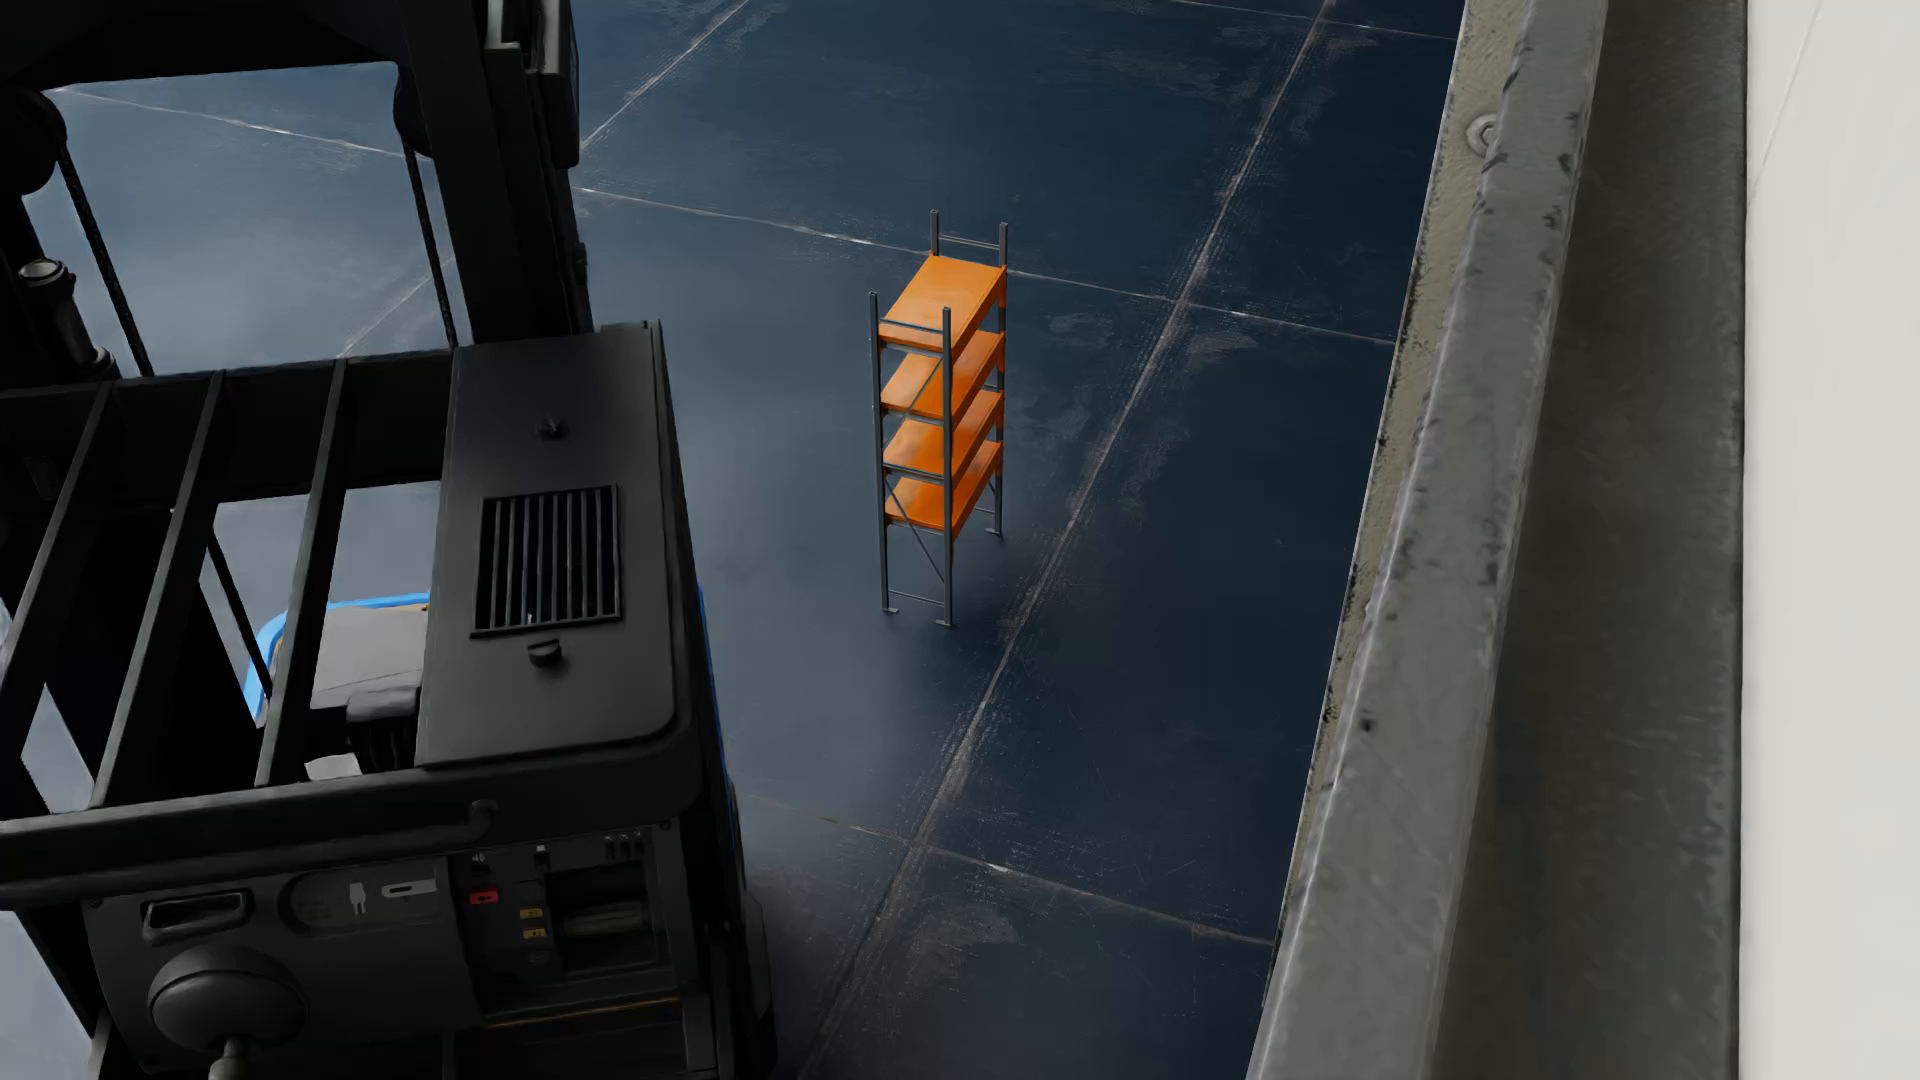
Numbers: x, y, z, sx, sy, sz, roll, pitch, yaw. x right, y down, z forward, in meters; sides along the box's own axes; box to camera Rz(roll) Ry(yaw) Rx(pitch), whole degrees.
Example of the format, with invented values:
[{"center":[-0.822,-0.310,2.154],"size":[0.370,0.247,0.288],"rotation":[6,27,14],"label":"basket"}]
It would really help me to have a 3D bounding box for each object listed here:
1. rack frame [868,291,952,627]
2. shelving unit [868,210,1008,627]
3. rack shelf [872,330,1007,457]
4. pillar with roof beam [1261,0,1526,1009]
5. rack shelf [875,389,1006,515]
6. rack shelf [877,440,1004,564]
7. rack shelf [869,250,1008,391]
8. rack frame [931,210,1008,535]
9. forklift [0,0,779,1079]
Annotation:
[{"center":[-0.140,-0.207,4.996],"size":[0.240,1.200,0.015],"rotation":[13,42,15],"label":"rack frame"},{"center":[-0.057,-0.355,5.170],"size":[0.258,1.200,0.503],"rotation":[13,42,15],"label":"shelving unit"},{"center":[-0.057,-0.474,5.069],"size":[0.258,0.148,0.480],"rotation":[13,42,15],"label":"rack shelf"},{"center":[-3.061,-3.262,2.568],"size":[9.100,9.000,0.400],"rotation":[13,42,15],"label":"pillar with roof beam"},{"center":[-0.057,-0.304,5.214],"size":[0.258,0.148,0.480],"rotation":[13,42,15],"label":"rack shelf"},{"center":[-0.057,-0.153,5.343],"size":[0.258,0.148,0.480],"rotation":[13,42,15],"label":"rack shelf"},{"center":[-0.057,-0.654,4.915],"size":[0.258,0.148,0.480],"rotation":[13,42,15],"label":"rack shelf"},{"center":[0.027,-0.504,5.345],"size":[0.240,1.200,0.015],"rotation":[13,42,15],"label":"rack frame"},{"center":[-0.872,0.746,2.546],"size":[1.130,2.935,3.031],"rotation":[-7,41,-8],"label":"forklift"}]
